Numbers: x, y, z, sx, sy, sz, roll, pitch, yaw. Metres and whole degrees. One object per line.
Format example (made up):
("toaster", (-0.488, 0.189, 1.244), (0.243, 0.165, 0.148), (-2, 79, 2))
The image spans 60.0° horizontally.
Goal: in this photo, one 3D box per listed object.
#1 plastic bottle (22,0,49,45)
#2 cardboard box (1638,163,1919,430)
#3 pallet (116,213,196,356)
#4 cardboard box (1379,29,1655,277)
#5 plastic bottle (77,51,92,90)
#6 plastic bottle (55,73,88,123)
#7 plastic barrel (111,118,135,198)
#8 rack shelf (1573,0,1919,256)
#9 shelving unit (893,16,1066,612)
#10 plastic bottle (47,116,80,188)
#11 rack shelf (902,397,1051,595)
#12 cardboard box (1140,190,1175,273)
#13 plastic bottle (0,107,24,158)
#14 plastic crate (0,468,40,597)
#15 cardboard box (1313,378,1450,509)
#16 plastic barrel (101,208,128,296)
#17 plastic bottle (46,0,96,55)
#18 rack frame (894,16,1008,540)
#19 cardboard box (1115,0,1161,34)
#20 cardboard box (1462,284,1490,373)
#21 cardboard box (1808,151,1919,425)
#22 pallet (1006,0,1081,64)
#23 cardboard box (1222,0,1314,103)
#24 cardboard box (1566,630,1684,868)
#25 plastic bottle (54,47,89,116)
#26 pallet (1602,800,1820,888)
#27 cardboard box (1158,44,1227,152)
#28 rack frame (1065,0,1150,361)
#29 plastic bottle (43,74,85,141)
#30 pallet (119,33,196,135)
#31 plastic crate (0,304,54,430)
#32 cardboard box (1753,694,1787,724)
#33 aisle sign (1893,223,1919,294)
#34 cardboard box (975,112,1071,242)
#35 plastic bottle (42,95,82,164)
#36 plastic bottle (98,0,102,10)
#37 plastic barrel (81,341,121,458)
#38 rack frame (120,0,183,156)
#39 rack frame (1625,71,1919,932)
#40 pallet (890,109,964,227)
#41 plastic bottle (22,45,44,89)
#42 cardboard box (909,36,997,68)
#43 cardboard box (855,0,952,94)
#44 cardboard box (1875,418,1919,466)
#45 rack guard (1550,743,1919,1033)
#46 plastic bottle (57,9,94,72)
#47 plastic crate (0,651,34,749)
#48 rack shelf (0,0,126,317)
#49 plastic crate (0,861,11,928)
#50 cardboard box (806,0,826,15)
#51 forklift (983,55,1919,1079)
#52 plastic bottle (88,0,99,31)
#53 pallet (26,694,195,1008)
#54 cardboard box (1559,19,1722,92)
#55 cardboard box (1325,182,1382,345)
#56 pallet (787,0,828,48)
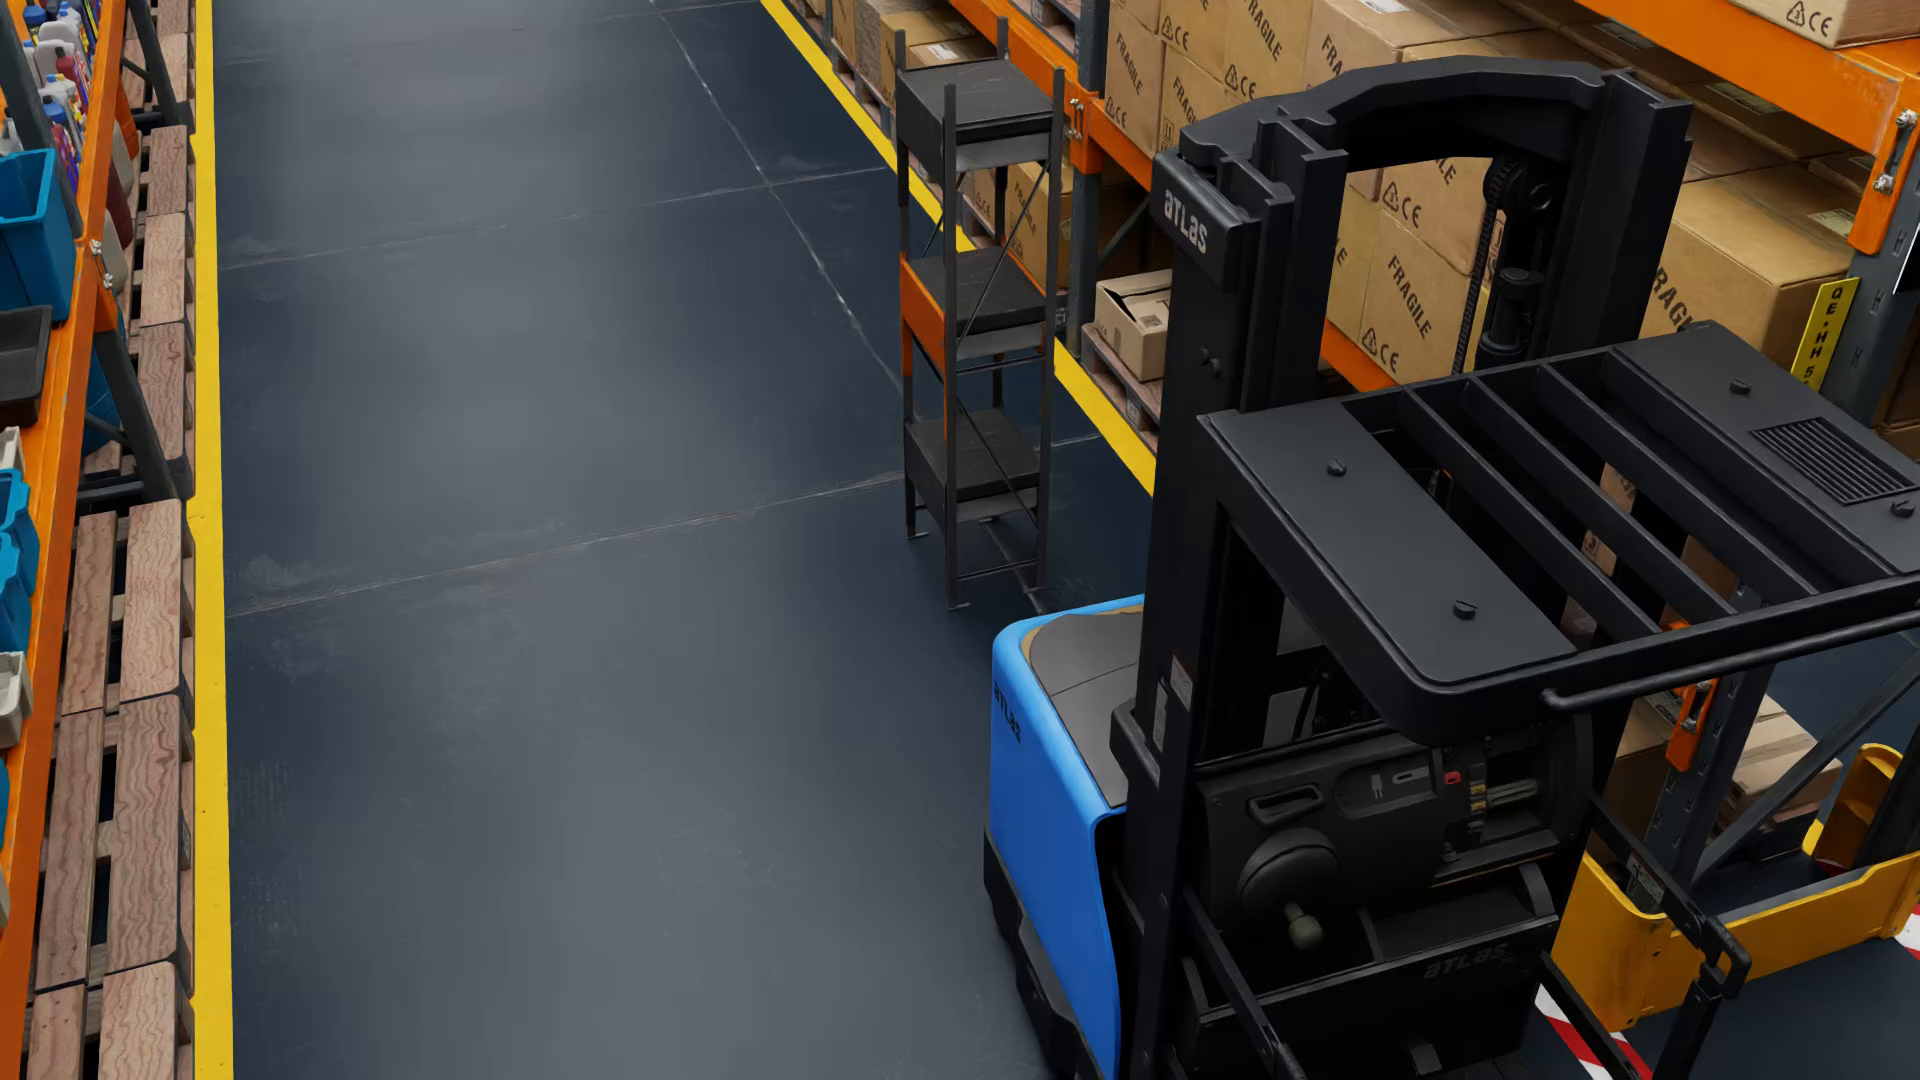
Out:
("plastic bottle", (-4.074, -2.257, 7.360), (0.097, 0.271, 0.097), (0, 37, 0))
("cardboard box", (1.960, -0.560, 4.087), (0.500, 0.500, 0.500), (-13, 39, -16))
("pallet", (-4.307, -1.184, 8.146), (1.003, 0.211, 1.213), (-12, 39, -16))
("cardboard box", (1.603, -1.138, 4.853), (0.500, 0.500, 0.500), (-11, 38, -15))
("plastic bottle", (-3.791, -2.018, 7.101), (0.097, 0.201, 0.097), (0, 37, 0))
("plastic bottle", (-3.666, -1.812, 6.827), (0.097, 0.201, 0.097), (0, 37, 0))
("plastic barrel", (-4.571, -2.023, 8.662), (0.421, 0.512, 0.421), (0, 37, 0))
("rack shelf", (1.683, -1.967, 4.973), (1.077, 0.370, 4.000), (-12, 39, -16))
("shelving unit", (0.057, -0.745, 5.994), (0.431, 2.100, 0.503), (-12, 39, -16))
("plastic bottle", (-3.429, -1.487, 6.328), (0.061, 0.283, 0.133), (-12, 39, -16))
("rack shelf", (0.057, -0.175, 6.423), (0.431, 0.518, 0.480), (-12, 39, -16))
("cardboard box", (1.057, -1.687, 8.209), (0.500, 0.500, 0.500), (-14, 39, -18))
("plastic bottle", (-3.488, -1.432, 6.199), (0.144, 0.351, 0.185), (-12, 39, -16))
("plastic crate", (-2.613, 0.019, 4.321), (0.416, 0.233, 0.300), (-12, 39, -16))
("cardboard box", (1.646, -0.305, 6.371), (0.797, 0.503, 0.637), (-12, 39, -16))
("plastic barrel", (-4.182, -1.385, 7.815), (0.421, 0.512, 0.421), (0, 37, 0))
("plastic bottle", (-3.975, -2.339, 7.403), (0.144, 0.351, 0.185), (-12, 39, -16))
("rack frame", (-0.027, -0.883, 6.177), (0.400, 2.100, 0.015), (-12, 39, -16))
("cardboard box", (0.893, -2.301, 6.398), (0.500, 0.500, 0.500), (-11, 38, -15))
("cardboard box", (1.780, -0.456, 4.779), (0.500, 0.500, 0.500), (-12, 39, -16))
("cardboard box", (2.466, -0.671, 4.234), (0.500, 0.500, 0.500), (-11, 38, -15))
("pallet", (0.823, -2.584, 7.846), (1.003, 0.211, 1.213), (-12, 39, -16))
("cardboard box", (1.248, -1.719, 5.625), (0.500, 0.500, 0.500), (-14, 39, -17))
("cardboard box", (1.953, 0.640, 5.119), (0.500, 0.500, 0.500), (-12, 39, -16))
("plastic bottle", (-3.688, -1.913, 6.894), (0.061, 0.283, 0.133), (-12, 39, -16))
("pallet", (2.070, 0.694, 5.653), (1.003, 0.211, 1.213), (-12, 39, -16))
("cardboard box", (1.094, -1.593, 6.289), (0.500, 0.500, 0.500), (-12, 39, -15))
("rack frame", (0.995, -2.186, 7.159), (1.000, 3.000, 0.127), (-12, 39, -16))
("plastic bottle", (-3.599, -1.730, 6.660), (0.097, 0.271, 0.097), (0, 37, 0))
("pallet", (-5.264, -2.754, 10.231), (1.003, 0.211, 1.213), (-12, 39, -16))
("plastic crate", (-3.020, -0.500, 5.100), (0.437, 0.125, 0.590), (-12, 39, -16))
("cardboard box", (2.464, 0.580, 5.476), (0.380, 0.166, 0.250), (-12, 39, -16))
("aisle sign", (2.107, -0.863, 3.242), (0.394, 0.787, 0.004), (-12, 39, -16))
("cardboard box", (0.394, -1.864, 8.443), (0.500, 0.500, 0.500), (-12, 39, -16))
("plastic bottle", (-3.519, -1.599, 6.486), (0.097, 0.271, 0.097), (0, 37, 0))
("plastic bottle", (-4.157, -2.619, 7.899), (0.097, 0.201, 0.097), (0, 37, 0))
("plastic barrel", (-3.828, -0.803, 6.718), (0.600, 0.901, 0.708), (-12, 39, -16))
("rack frame", (-5.033, -3.422, 8.801), (1.000, 3.000, 0.127), (-12, 39, -16))
("rack frame", (2.372, 0.073, 4.160), (1.000, 3.000, 0.127), (-12, 39, -16))
("pallet", (0.256, -2.214, 9.515), (1.003, 0.211, 1.213), (-12, 39, -16))
("plastic bottle", (-3.920, -1.945, 6.942), (0.152, 0.276, 0.135), (-12, 39, -16))
("cardboard box", (0.045, -2.434, 9.200), (0.500, 0.500, 0.500), (-14, 39, -17))
("cardboard box", (-0.308, -3.012, 9.968), (0.500, 0.500, 0.500), (-14, 39, -18))
("cardboard box", (2.466, -0.272, 4.535), (0.500, 0.500, 0.500), (-12, 39, -15))
("rack guard", (2.345, 1.029, 4.969), (1.175, 0.500, 0.348), (-12, 39, -16))
("plastic bottle", (-3.871, -2.177, 7.254), (0.097, 0.271, 0.097), (0, 37, 0))
("plastic crate", (-2.322, 0.389, 3.910), (0.250, 0.136, 0.298), (-12, 39, -16))
("rack shelf", (-4.345, -2.005, 7.517), (1.077, 0.370, 4.000), (-12, 39, -16))
("plastic crate", (-2.089, 0.772, 3.401), (0.250, 0.136, 0.298), (-12, 39, -16))
("cardboard box", (-0.791, -3.762, 11.188), (0.500, 0.250, 0.500), (-12, 39, -15))
("forklift", (1.022, 0.674, 3.419), (1.130, 2.935, 3.031), (-11, 38, -15))
("plastic bottle", (-4.085, -2.518, 7.641), (0.144, 0.351, 0.185), (-12, 39, -16))
("pallet", (-2.944, 1.049, 5.182), (1.003, 0.211, 1.213), (-12, 39, -16))
("cardboard box", (2.112, -1.249, 5.000), (0.500, 0.500, 0.500), (-12, 39, -15))
("cardboard box", (1.440, -1.023, 5.532), (0.500, 0.500, 0.500), (-13, 39, -17))
("pallet", (-0.628, -3.805, 11.626), (1.003, 0.211, 1.213), (-12, 39, -16))
